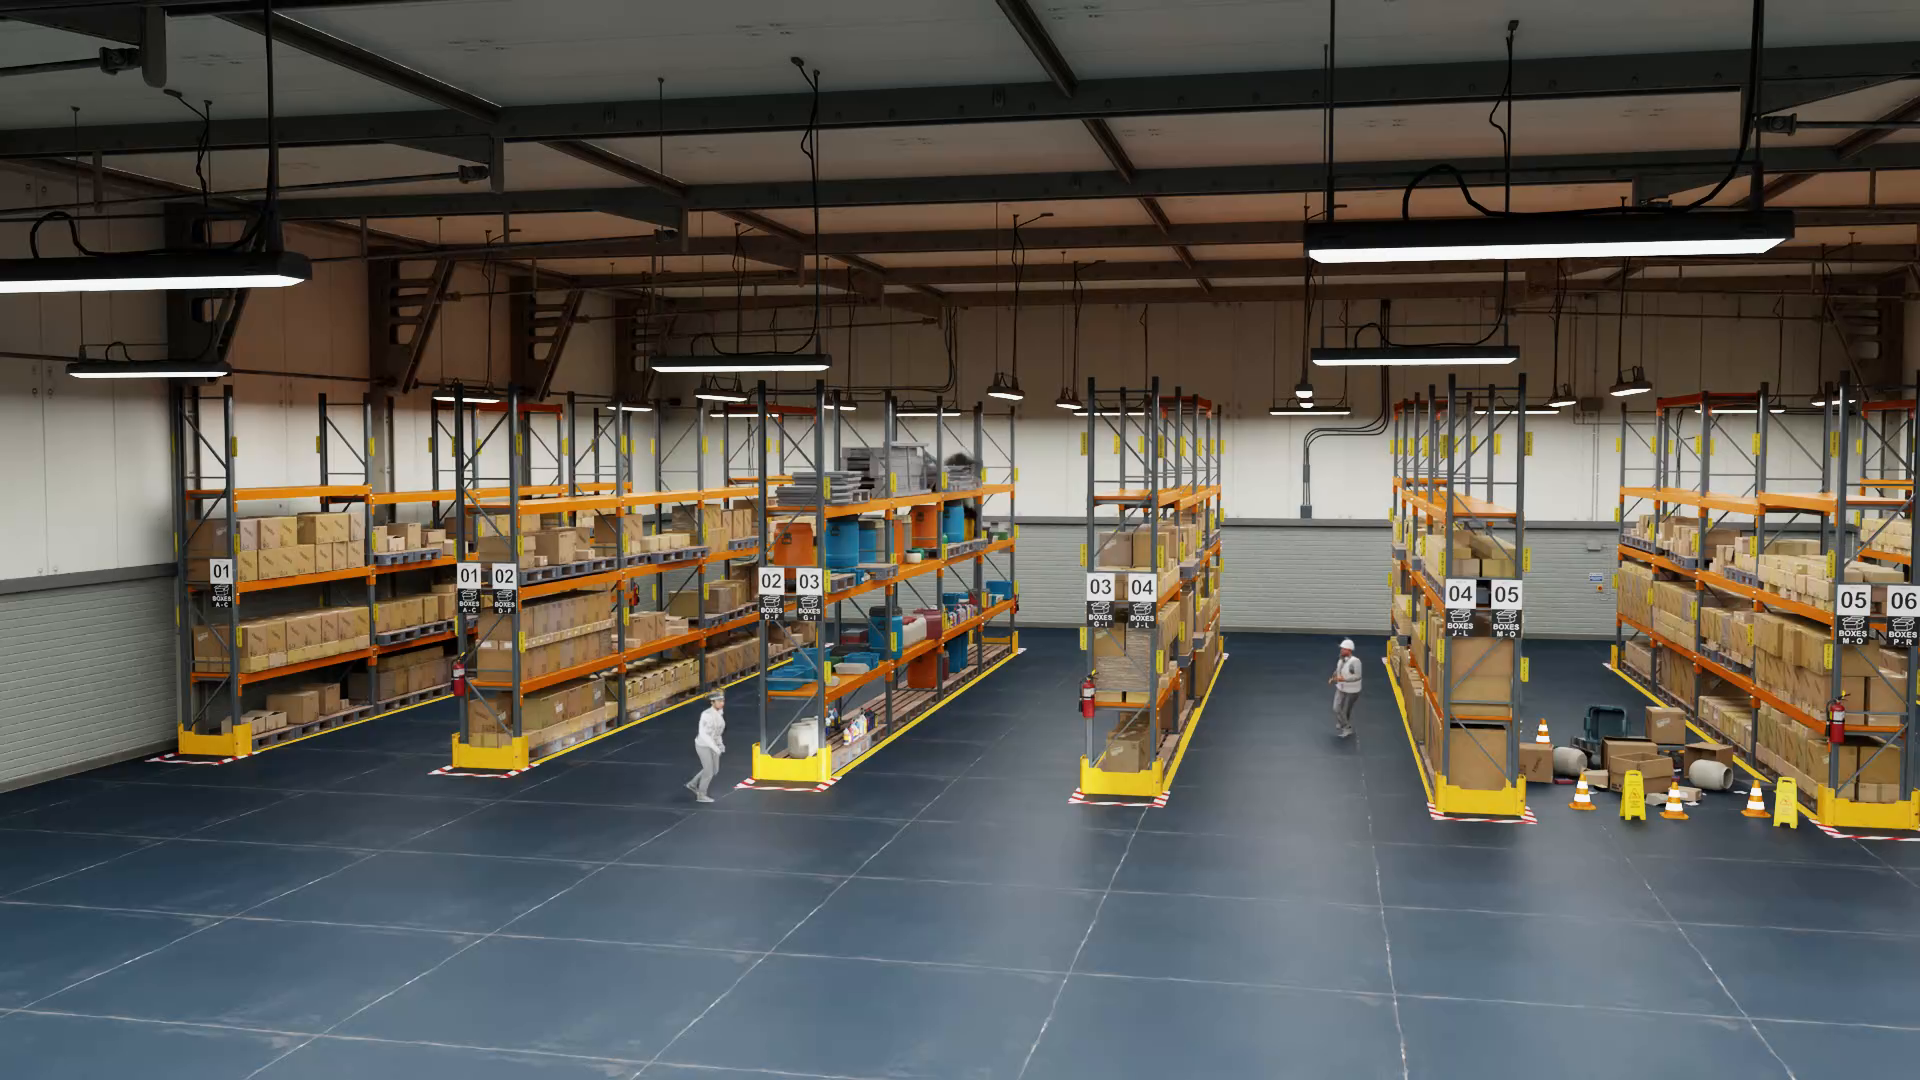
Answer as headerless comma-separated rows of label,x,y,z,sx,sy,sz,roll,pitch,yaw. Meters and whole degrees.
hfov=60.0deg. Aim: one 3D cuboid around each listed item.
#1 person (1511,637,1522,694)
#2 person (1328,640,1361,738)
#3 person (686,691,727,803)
person,10.978,2.276,33.465,0.680,1.732,0.787,0,3,6
person,6.698,2.565,28.778,0.644,1.716,0.759,-3,4,-43
person,-3.593,2.891,23.355,0.712,1.604,0.573,1,3,22
